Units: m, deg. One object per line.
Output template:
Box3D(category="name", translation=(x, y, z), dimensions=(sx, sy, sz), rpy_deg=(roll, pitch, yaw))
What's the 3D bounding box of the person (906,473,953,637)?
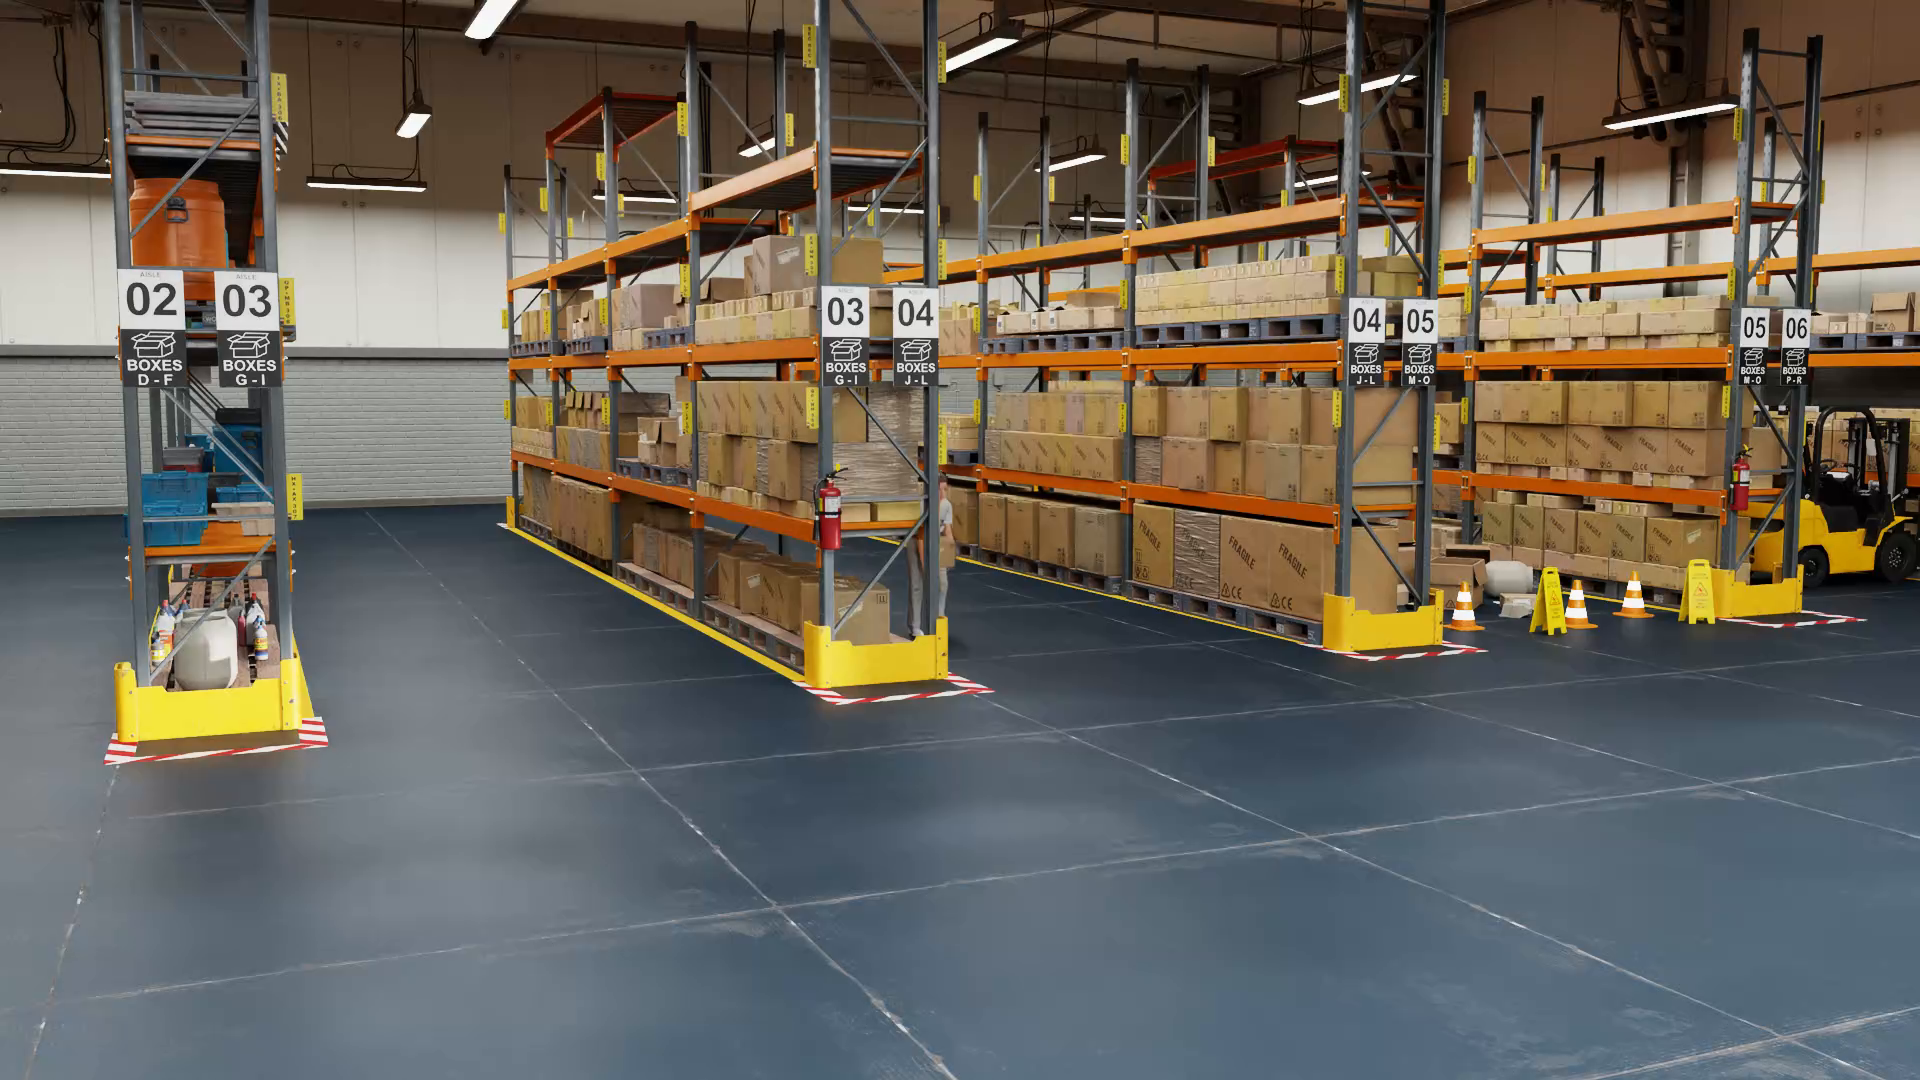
Box3D(category="person", translation=(-0.282, 0.136, 15.992), dimensions=(0.403, 1.597, 0.545), rpy_deg=(-3, 6, -25))
